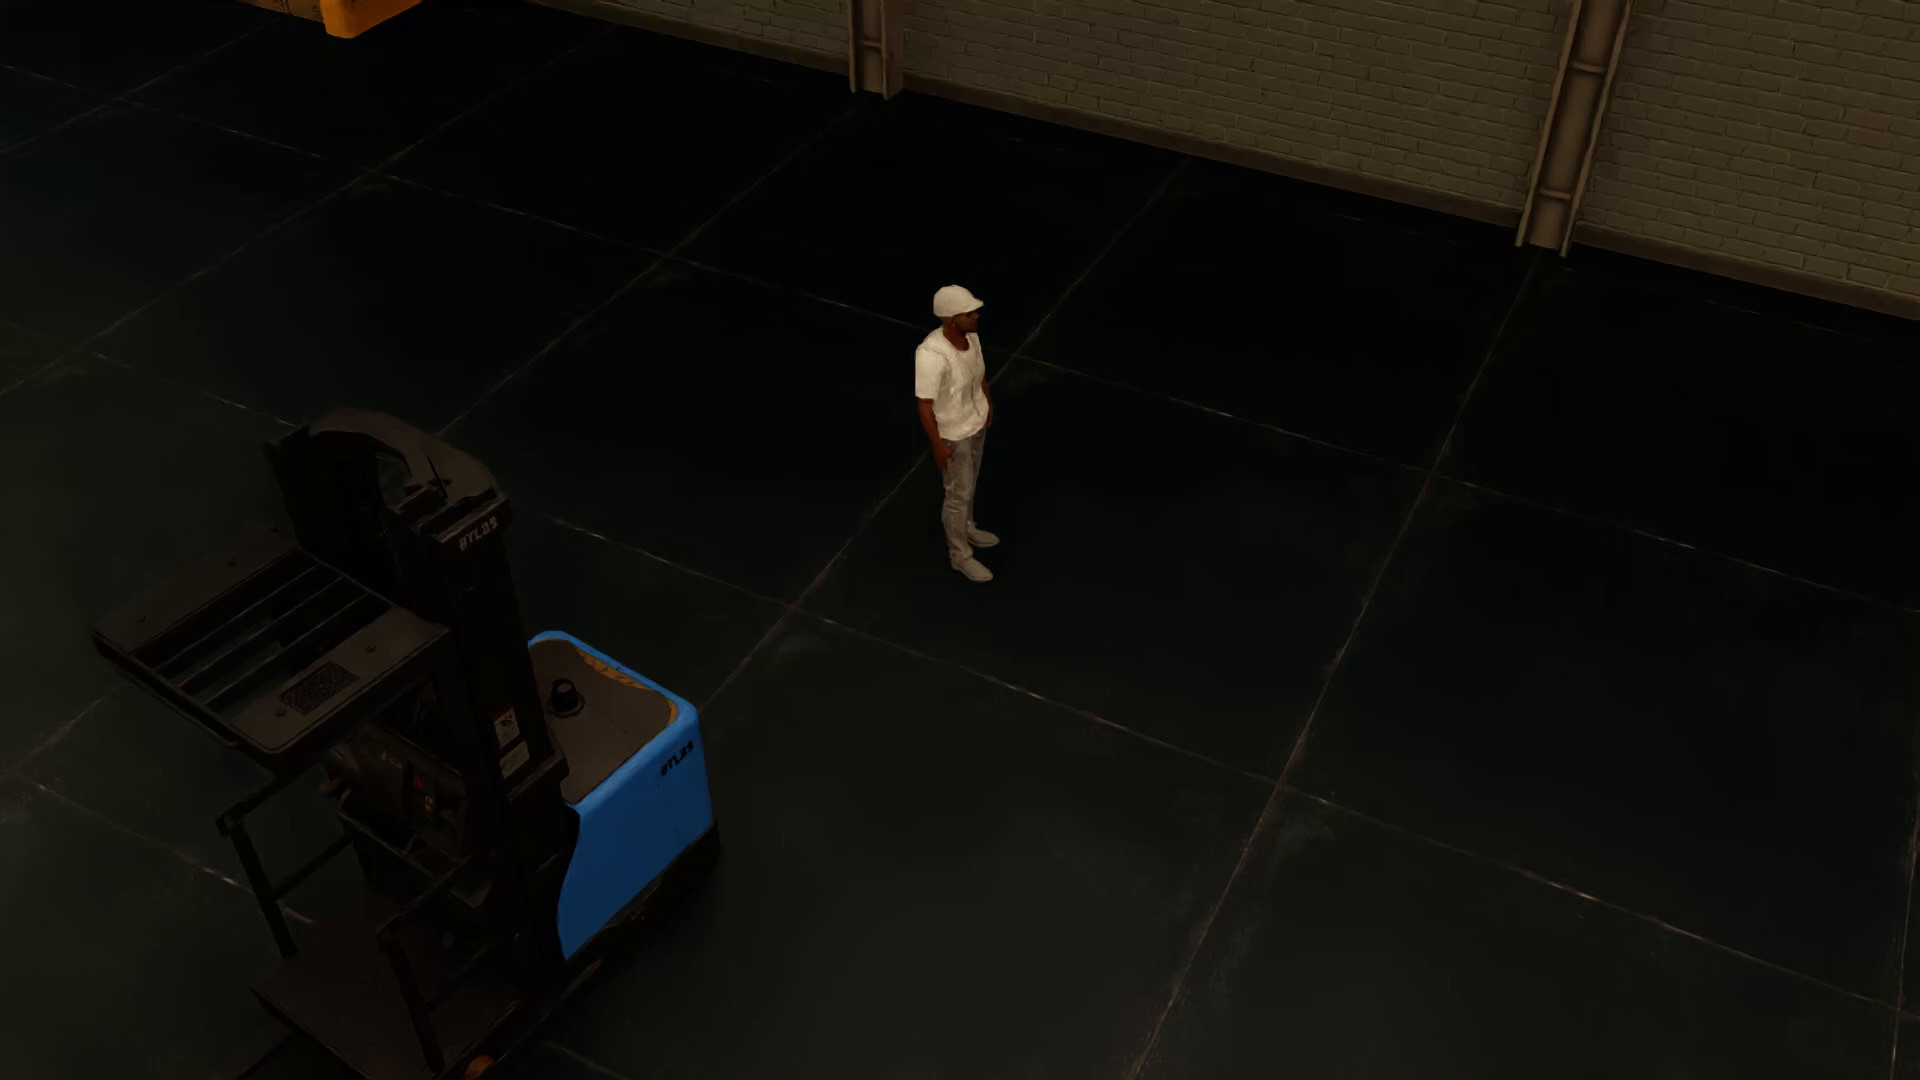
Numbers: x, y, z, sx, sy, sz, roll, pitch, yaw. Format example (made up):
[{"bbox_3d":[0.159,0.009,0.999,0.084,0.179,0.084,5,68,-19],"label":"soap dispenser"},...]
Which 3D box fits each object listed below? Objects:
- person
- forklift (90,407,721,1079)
[{"bbox_3d":[0.059,-0.657,9.660,0.576,1.766,0.665,18,43,21],"label":"person"},{"bbox_3d":[-2.462,1.064,6.723,1.130,2.935,3.031,25,46,26],"label":"forklift"}]
